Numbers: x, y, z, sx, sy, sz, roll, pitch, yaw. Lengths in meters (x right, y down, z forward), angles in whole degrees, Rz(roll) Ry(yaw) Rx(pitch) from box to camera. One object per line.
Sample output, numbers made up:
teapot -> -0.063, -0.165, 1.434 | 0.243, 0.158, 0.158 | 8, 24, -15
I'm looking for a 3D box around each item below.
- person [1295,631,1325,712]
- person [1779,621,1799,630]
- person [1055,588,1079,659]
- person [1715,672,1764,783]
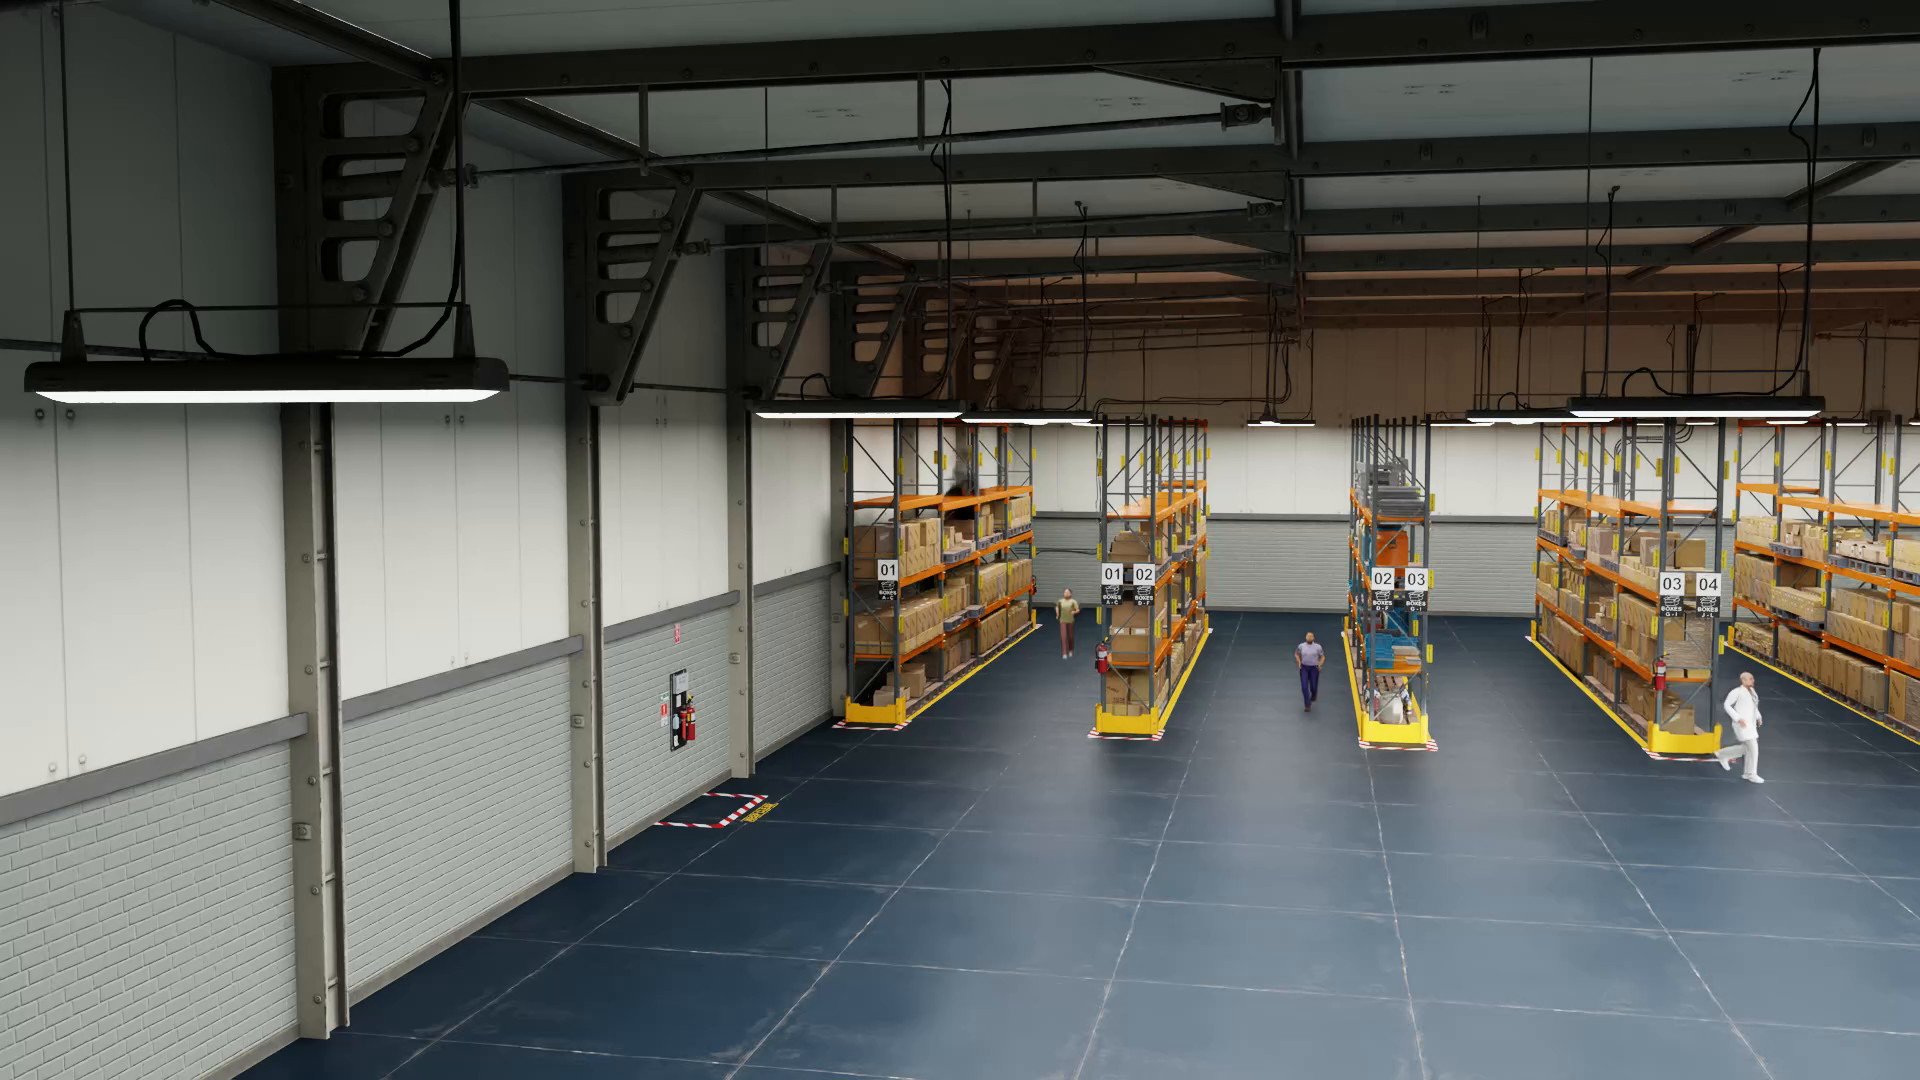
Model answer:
person -> 7.140, 2.671, 33.988 | 0.608, 1.621, 0.670 | 1, 4, 14
person -> 22.369, 1.860, 44.952 | 0.781, 1.843, 0.628 | 1, 4, 14
person -> 2.541, 1.970, 39.484 | 0.586, 1.670, 0.848 | 1, 4, 8
person -> 12.815, 3.044, 27.292 | 0.737, 1.768, 0.885 | -3, 5, -38
